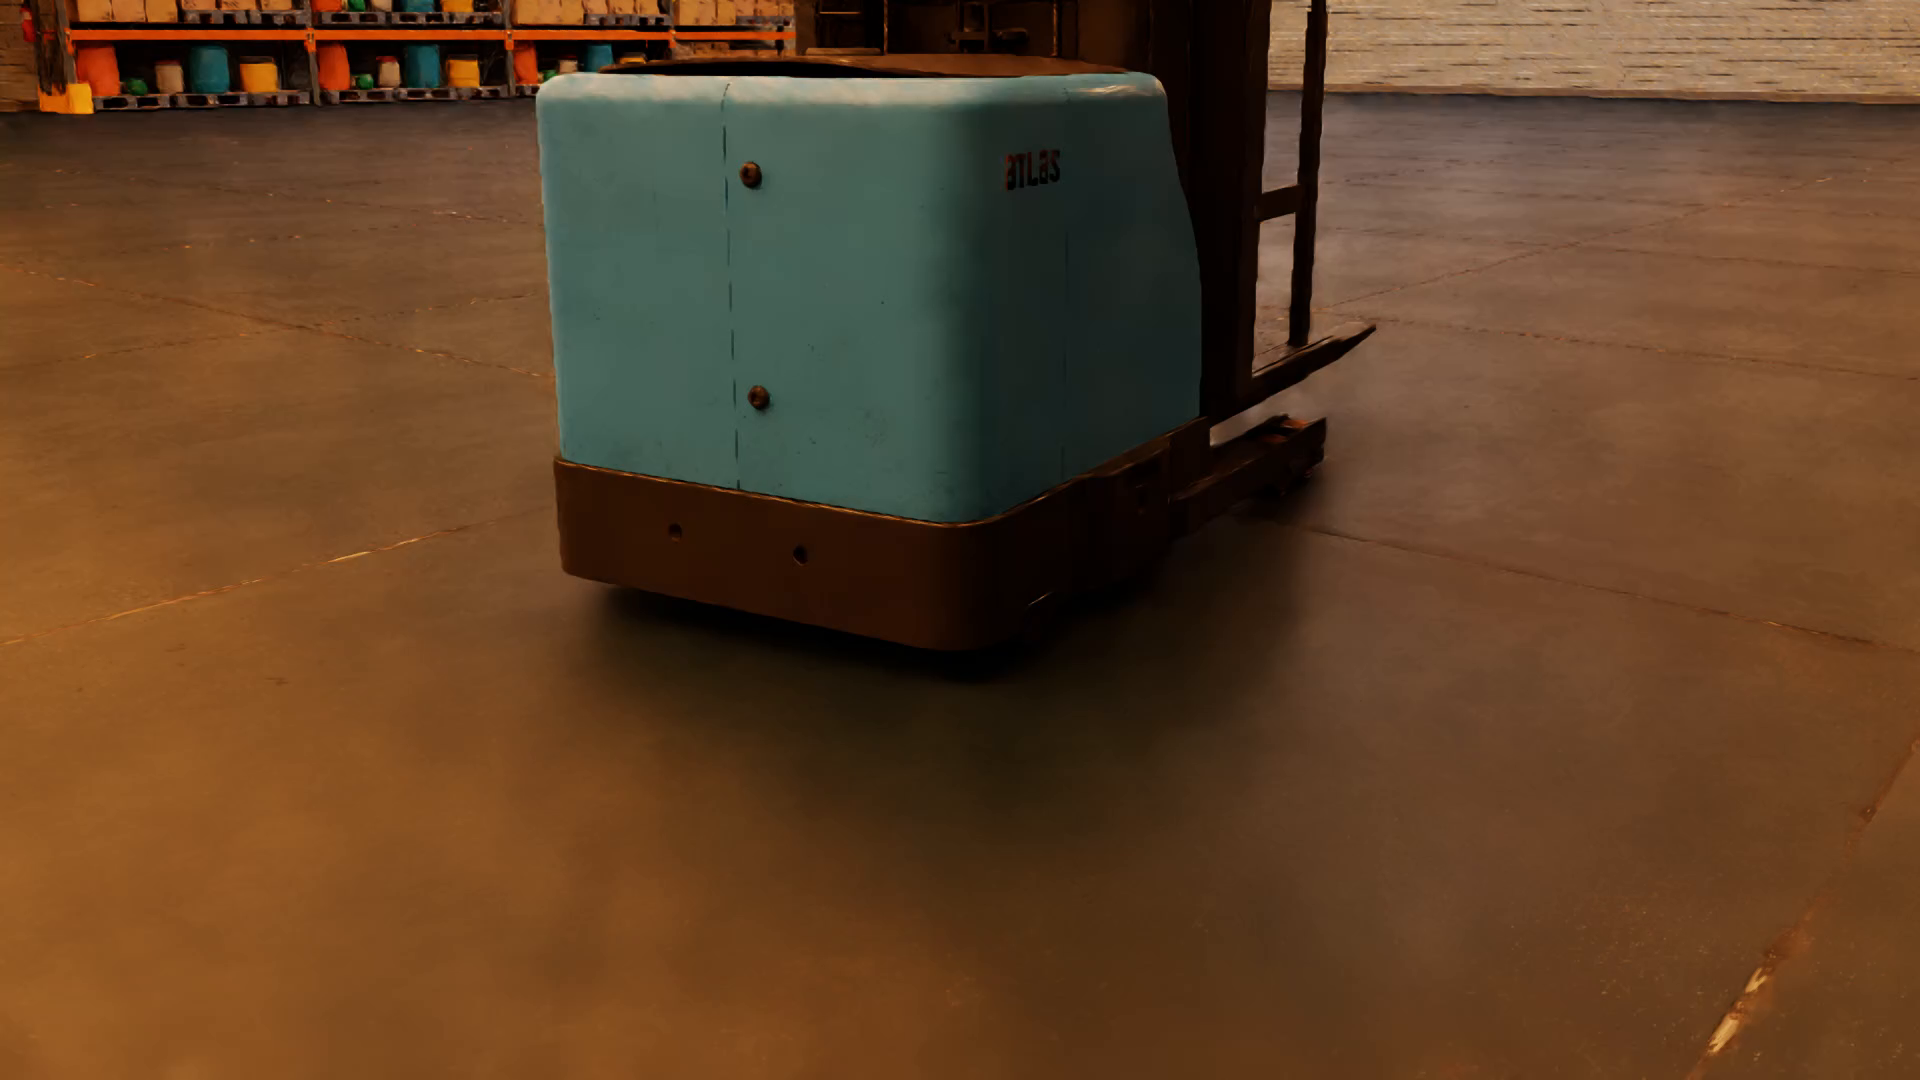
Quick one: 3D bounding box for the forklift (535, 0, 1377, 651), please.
[{"bbox_3d":[0.333,-1.576,4.086,1.130,2.935,3.031,10,19,29],"label":"forklift"}]
